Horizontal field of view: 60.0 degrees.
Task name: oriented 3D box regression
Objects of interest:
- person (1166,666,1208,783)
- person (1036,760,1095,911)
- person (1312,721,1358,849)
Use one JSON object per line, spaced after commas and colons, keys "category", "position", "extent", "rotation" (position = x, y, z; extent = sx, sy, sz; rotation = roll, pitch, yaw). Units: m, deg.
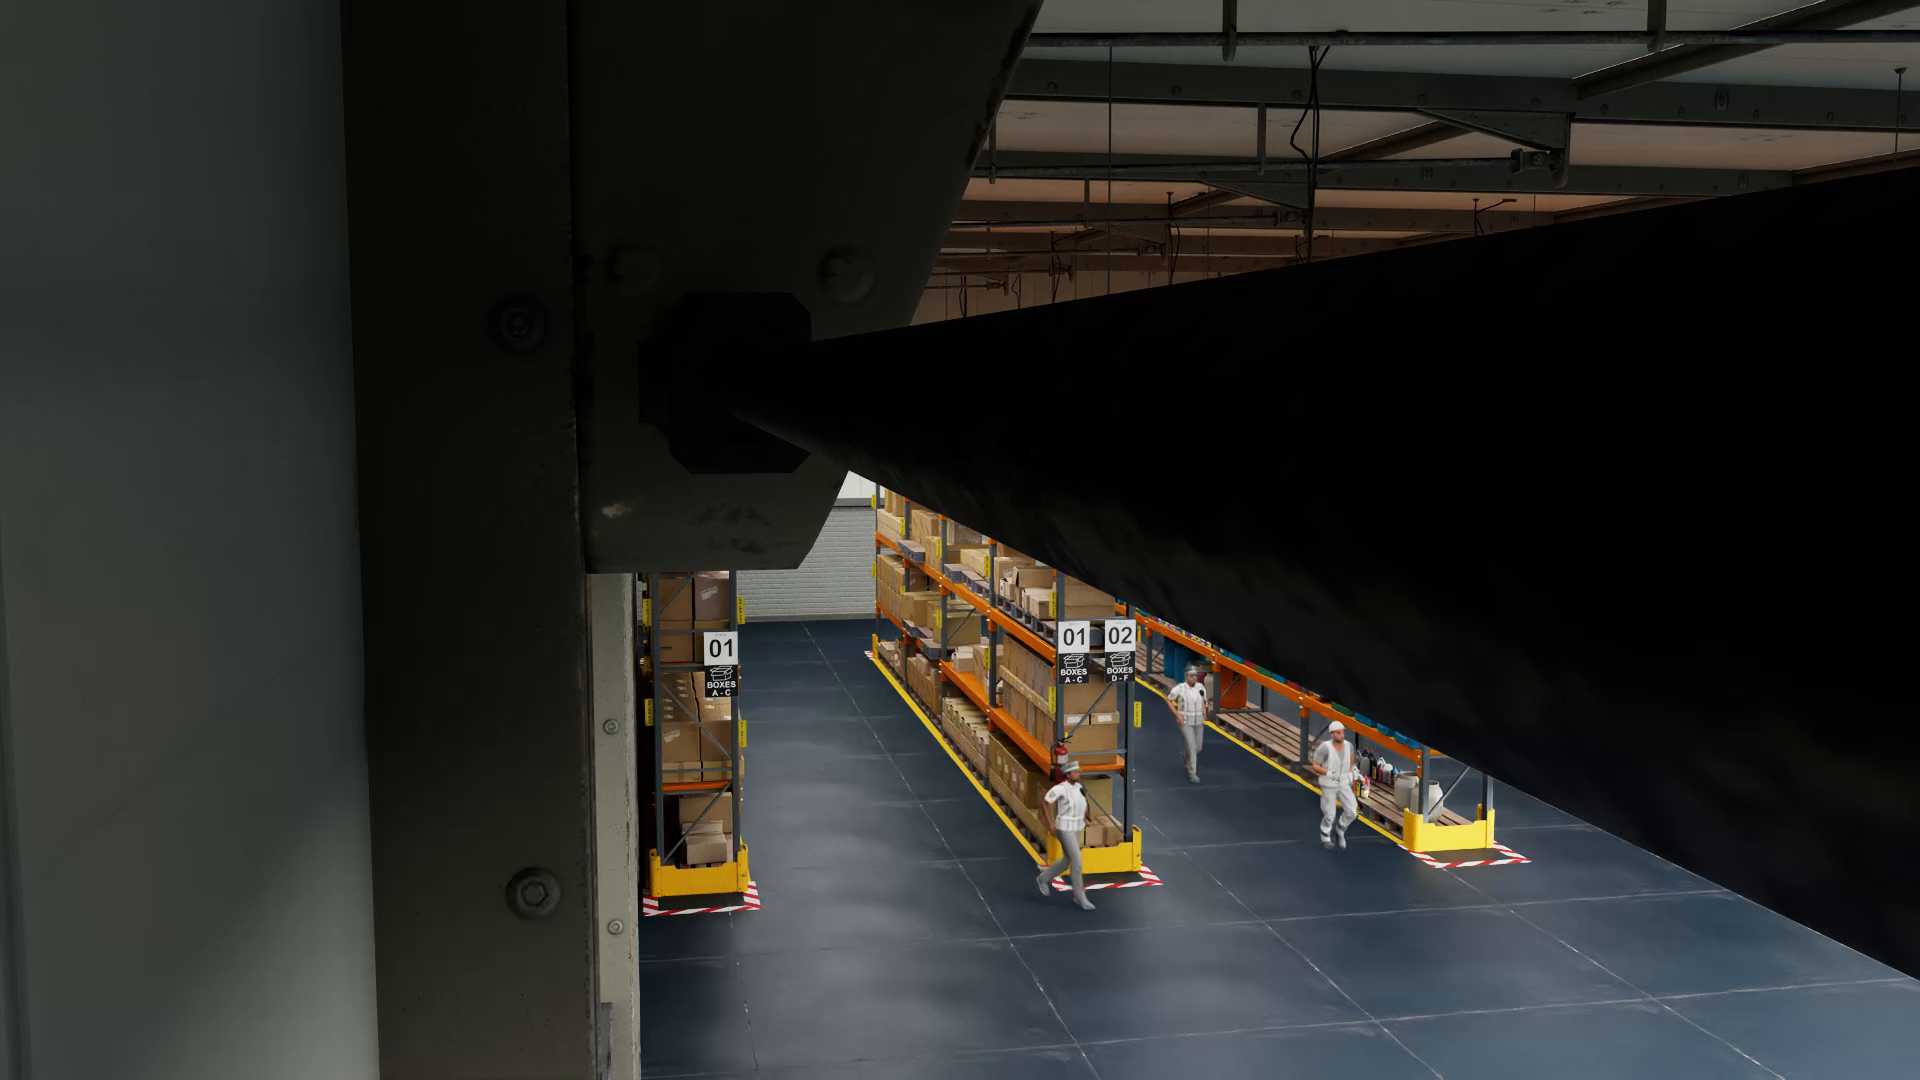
{"category": "person", "position": [3.545, 2.814, 25.782], "extent": [0.671, 1.775, 0.774], "rotation": [-2, 6, -20]}
{"category": "person", "position": [1.322, 3.464, 19.777], "extent": [0.862, 1.689, 0.608], "rotation": [5, 7, 39]}
{"category": "person", "position": [4.934, 3.223, 21.760], "extent": [0.677, 1.739, 0.686], "rotation": [-2, 6, -15]}
